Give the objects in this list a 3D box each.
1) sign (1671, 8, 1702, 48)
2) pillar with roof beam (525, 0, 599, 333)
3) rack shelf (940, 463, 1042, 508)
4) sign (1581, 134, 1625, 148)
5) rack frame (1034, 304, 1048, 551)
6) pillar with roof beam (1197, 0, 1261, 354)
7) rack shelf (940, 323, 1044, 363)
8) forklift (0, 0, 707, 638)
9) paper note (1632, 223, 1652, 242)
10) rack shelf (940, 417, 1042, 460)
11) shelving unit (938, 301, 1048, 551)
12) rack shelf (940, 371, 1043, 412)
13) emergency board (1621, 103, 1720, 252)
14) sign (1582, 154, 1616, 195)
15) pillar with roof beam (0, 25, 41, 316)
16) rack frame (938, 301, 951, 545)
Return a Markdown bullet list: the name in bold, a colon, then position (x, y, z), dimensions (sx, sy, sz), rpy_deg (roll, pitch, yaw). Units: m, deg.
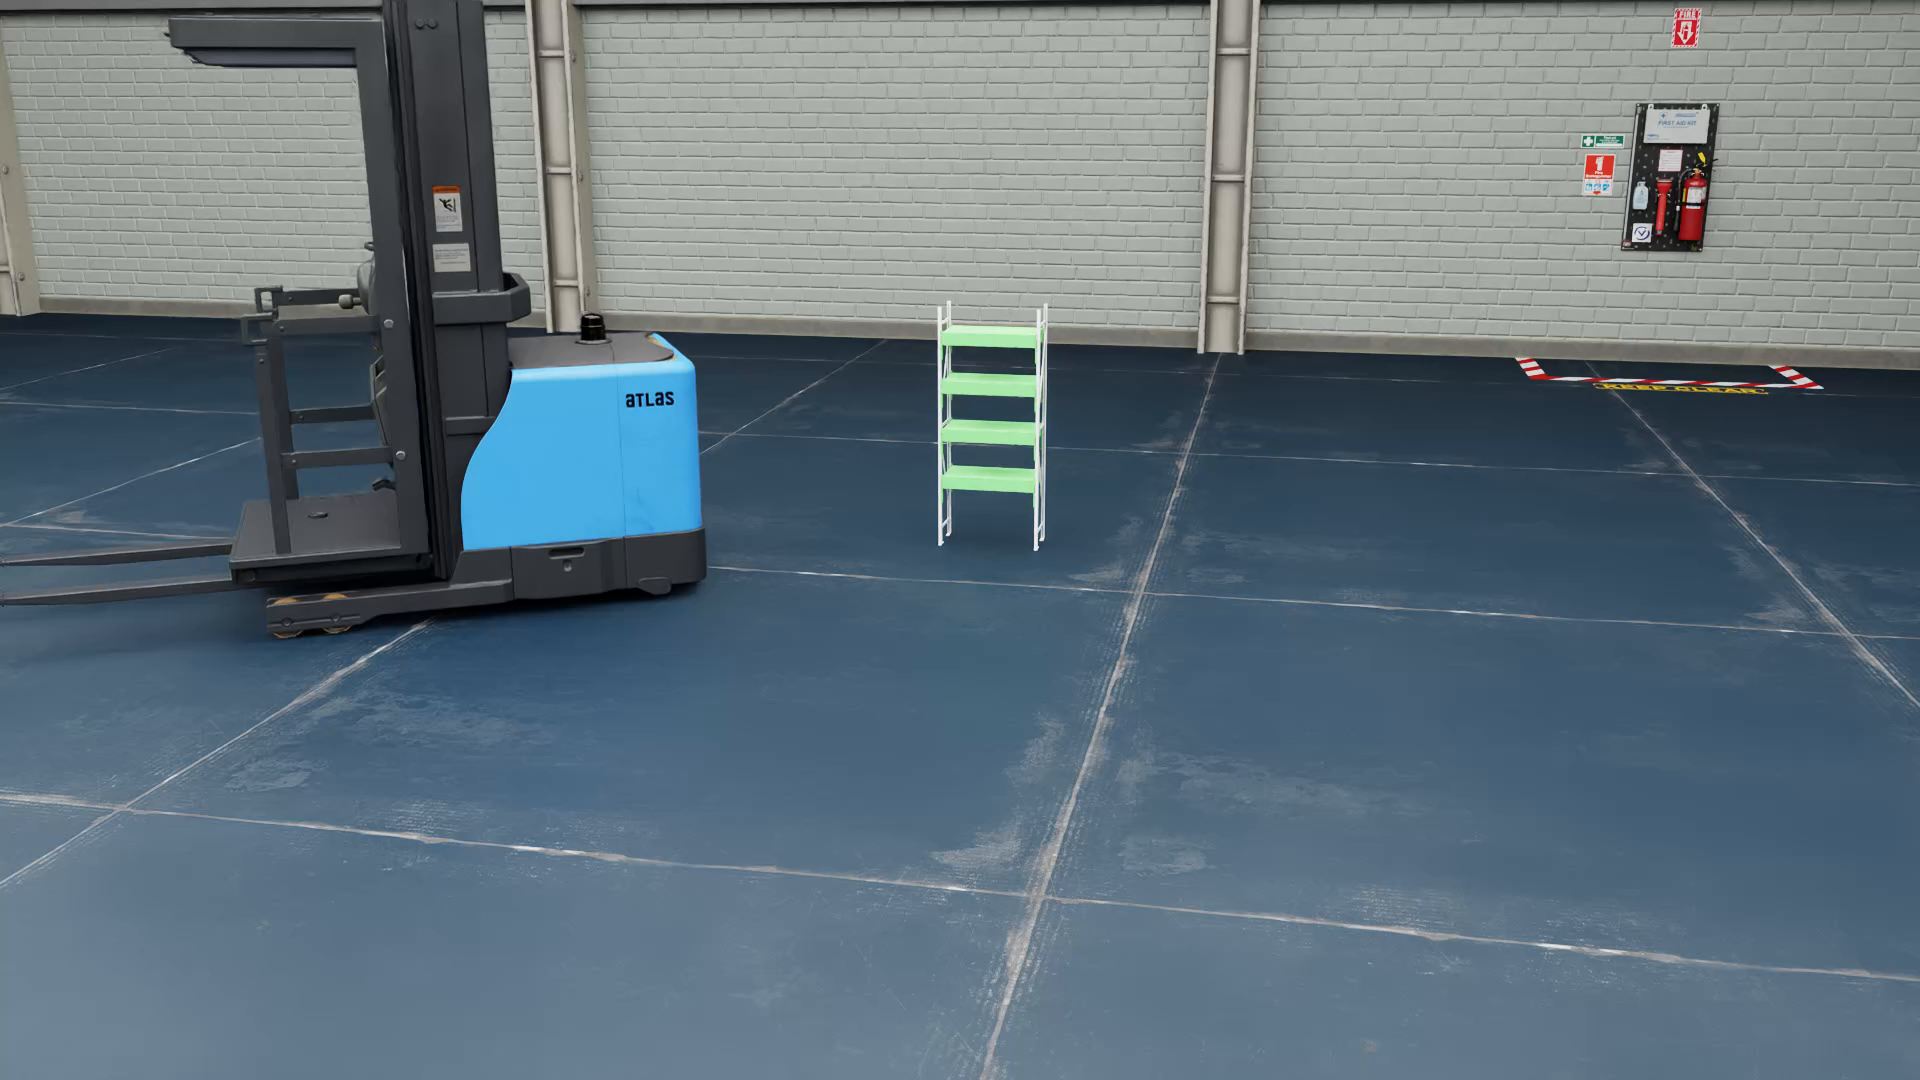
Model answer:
- **sign**: position (5.741, -4.049, 13.148), dimensions (0.199, 0.298, 0.001), rpy_deg (3, 16, 11)
- **pillar with roof beam**: position (-4.474, -5.167, 10.289), dimensions (0.400, 9.000, 9.100), rpy_deg (3, 16, 11)
- **rack shelf**: position (0.162, -0.277, 8.381), dimensions (0.480, 0.148, 0.258), rpy_deg (3, 16, 11)
- **sign**: position (5.211, -3.232, 13.480), dimensions (0.331, 0.109, 0.001), rpy_deg (3, 16, 11)
- **rack frame**: position (0.401, -0.556, 8.253), dimensions (0.015, 1.200, 0.240), rpy_deg (3, 16, 11)
- **pillar with roof beam**: position (1.406, -4.848, 9.137), dimensions (0.400, 9.000, 9.100), rpy_deg (3, 16, 11)
- **rack shelf**: position (0.162, -0.970, 8.189), dimensions (0.480, 0.148, 0.258), rpy_deg (3, 16, 11)
- **forklift**: position (-2.735, -1.157, 7.179), dimensions (3.031, 2.935, 1.130), rpy_deg (-5, 16, -19)
- **paper note**: position (5.570, -2.508, 13.578), dimensions (0.142, 0.148, 0.016), rpy_deg (3, 16, 11)
- **rack shelf**: position (0.162, -0.508, 8.317), dimensions (0.480, 0.148, 0.258), rpy_deg (3, 16, 11)
- **shelving unit**: position (0.162, -0.569, 8.300), dimensions (0.503, 1.200, 0.258), rpy_deg (3, 16, 11)
- **rack shelf**: position (0.162, -0.739, 8.253), dimensions (0.480, 0.148, 0.258), rpy_deg (3, 16, 11)
- **emergency board**: position (5.729, -2.905, 13.361), dimensions (0.643, 1.169, 0.194), rpy_deg (3, 16, 11)
- **sign**: position (5.208, -2.979, 13.560), dimensions (0.234, 0.329, 0.001), rpy_deg (3, 16, 11)
- **pillar with roof beam**: position (-10.353, -5.486, 11.441), dimensions (0.400, 9.000, 9.100), rpy_deg (3, 16, 11)
- **rack frame**: position (-0.077, -0.582, 8.347), dimensions (0.015, 1.200, 0.240), rpy_deg (3, 16, 11)
